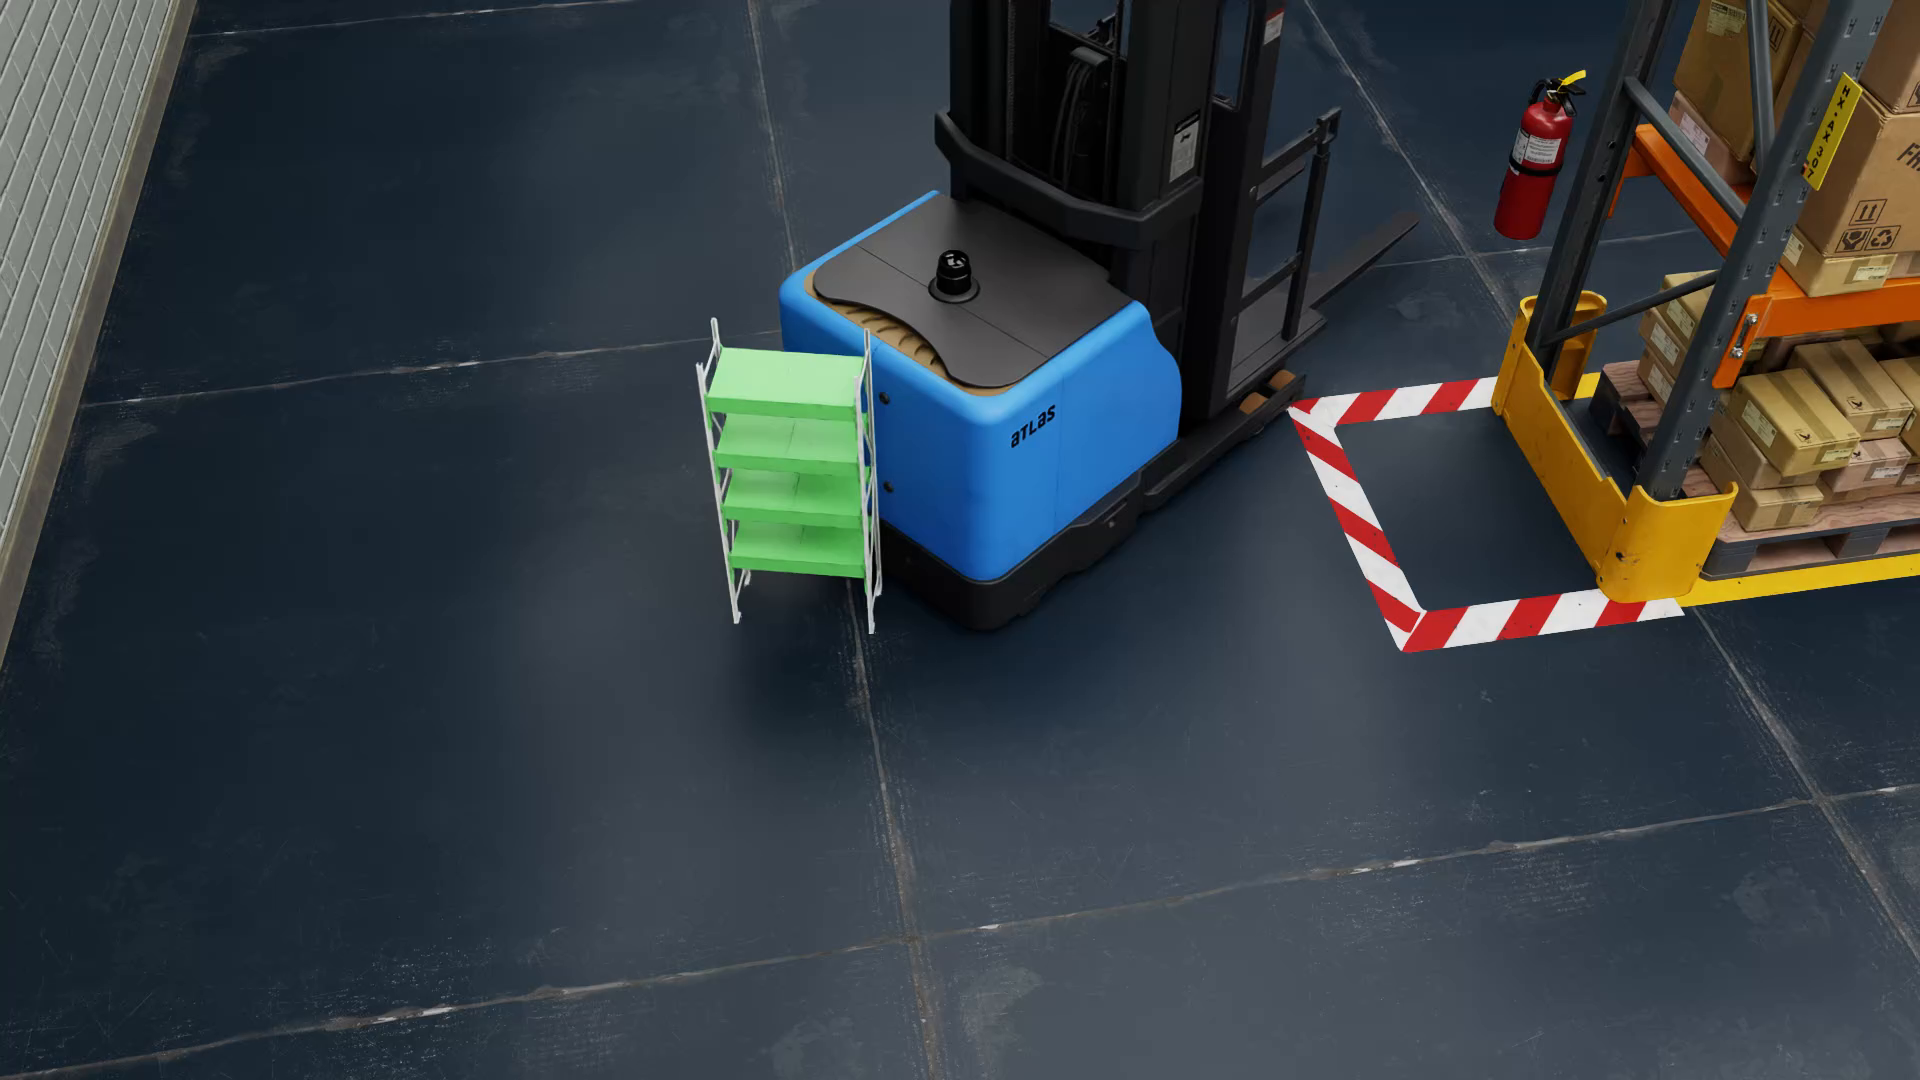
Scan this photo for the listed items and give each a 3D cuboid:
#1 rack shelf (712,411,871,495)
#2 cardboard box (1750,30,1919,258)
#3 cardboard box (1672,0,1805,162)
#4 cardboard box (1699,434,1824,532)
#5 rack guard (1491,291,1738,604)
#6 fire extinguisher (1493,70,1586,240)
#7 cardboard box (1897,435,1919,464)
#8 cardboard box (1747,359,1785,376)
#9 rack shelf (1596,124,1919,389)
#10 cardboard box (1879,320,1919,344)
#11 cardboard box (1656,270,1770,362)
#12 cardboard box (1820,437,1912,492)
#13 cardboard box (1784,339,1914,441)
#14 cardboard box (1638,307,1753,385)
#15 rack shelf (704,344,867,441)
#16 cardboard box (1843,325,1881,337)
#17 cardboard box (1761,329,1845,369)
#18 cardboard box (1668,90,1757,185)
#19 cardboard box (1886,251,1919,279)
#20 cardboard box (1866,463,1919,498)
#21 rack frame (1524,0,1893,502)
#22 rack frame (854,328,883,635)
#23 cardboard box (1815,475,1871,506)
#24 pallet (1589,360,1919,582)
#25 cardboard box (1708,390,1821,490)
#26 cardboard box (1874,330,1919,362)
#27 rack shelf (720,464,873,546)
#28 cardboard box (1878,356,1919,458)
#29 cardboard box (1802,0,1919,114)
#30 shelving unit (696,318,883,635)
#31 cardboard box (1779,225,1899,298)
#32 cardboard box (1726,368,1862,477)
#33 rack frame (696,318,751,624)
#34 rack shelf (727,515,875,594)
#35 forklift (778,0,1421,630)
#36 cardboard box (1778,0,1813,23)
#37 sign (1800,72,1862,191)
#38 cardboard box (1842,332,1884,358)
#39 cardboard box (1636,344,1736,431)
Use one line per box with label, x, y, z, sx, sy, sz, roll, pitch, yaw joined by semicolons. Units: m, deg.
rack shelf;-0.547;-0.305;5.466;0.480;0.148;0.258;4;46;4
cardboard box;2.839;-1.227;5.073;0.500;0.500;0.500;-5;46;-5
cardboard box;2.748;-1.605;5.438;0.500;0.500;0.500;-6;46;-6
cardboard box;2.920;-0.223;6.070;0.250;0.149;0.380;-6;46;-6
rack guard;2.424;-0.372;6.261;0.348;0.500;1.175;-7;46;-7
fire extinguisher;2.023;-1.370;5.800;0.183;0.674;0.296;-7;46;-7
cardboard box;3.415;-0.458;6.090;0.250;0.149;0.380;-7;46;-6
cardboard box;3.088;-0.751;6.372;0.250;0.149;0.380;-8;47;-8
rack shelf;4.320;-1.226;5.848;4.000;0.370;1.077;-7;46;-7
cardboard box;3.585;-0.936;6.344;0.250;0.149;0.380;-9;47;-8
cardboard box;2.828;-0.838;6.249;0.250;0.149;0.380;-7;46;-6
cardboard box;3.189;-0.365;6.000;0.250;0.149;0.380;-7;47;-7
cardboard box;3.175;-0.535;5.958;0.250;0.149;0.380;-6;46;-6
cardboard box;2.821;-0.757;6.378;0.250;0.149;0.380;-8;47;-8
rack shelf;-0.547;-0.471;5.293;0.480;0.148;0.258;4;46;4
cardboard box;3.319;-0.950;6.357;0.250;0.149;0.380;-8;47;-8
cardboard box;3.085;-0.828;6.239;0.250;0.149;0.380;-6;46;-6
cardboard box;2.623;-1.383;5.674;0.250;0.149;0.380;-7;46;-7
cardboard box;2.968;-1.010;5.315;0.250;0.149;0.380;-6;46;-5
cardboard box;3.408;-0.349;6.191;0.250;0.149;0.380;-7;46;-6
rack frame;2.349;-1.230;5.352;0.127;3.000;1.000;-7;46;-7
rack frame;-0.304;-0.164;5.575;0.015;1.200;0.240;4;46;4
cardboard box;3.164;-0.314;6.157;0.250;0.149;0.380;-7;47;-7
pallet;3.231;-0.346;6.437;1.213;0.211;1.003;-7;46;-7
cardboard box;2.910;-0.372;6.007;0.250;0.149;0.380;-5;46;-5
cardboard box;3.615;-0.782;6.402;0.250;0.149;0.380;-8;47;-7
rack shelf;-0.547;-0.138;5.639;0.480;0.148;0.258;4;46;4
cardboard box;3.445;-0.475;5.900;0.250;0.149;0.380;-7;47;-7
cardboard box;2.837;-1.581;4.720;0.500;0.500;0.500;-7;47;-7
shelving unit;-0.547;-0.183;5.593;0.503;1.200;0.258;4;46;4
cardboard box;2.725;-0.950;5.257;0.250;0.149;0.380;-7;47;-7
cardboard box;2.924;-0.416;5.843;0.250;0.149;0.380;-9;47;-9
rack frame;-0.789;-0.201;5.611;0.015;1.200;0.240;4;46;4
rack shelf;-0.547;0.028;5.812;0.480;0.148;0.258;4;46;4
forklift;0.748;-1.668;5.822;1.130;2.935;3.031;34;55;29
cardboard box;2.758;-1.947;5.073;0.500;0.500;0.500;-8;47;-8
sign;2.442;-1.145;4.669;0.005;0.325;0.100;-7;46;-7
cardboard box;3.333;-0.822;6.440;0.250;0.149;0.380;-9;47;-8
cardboard box;2.833;-0.599;6.432;0.250;0.149;0.380;-6;46;-6
